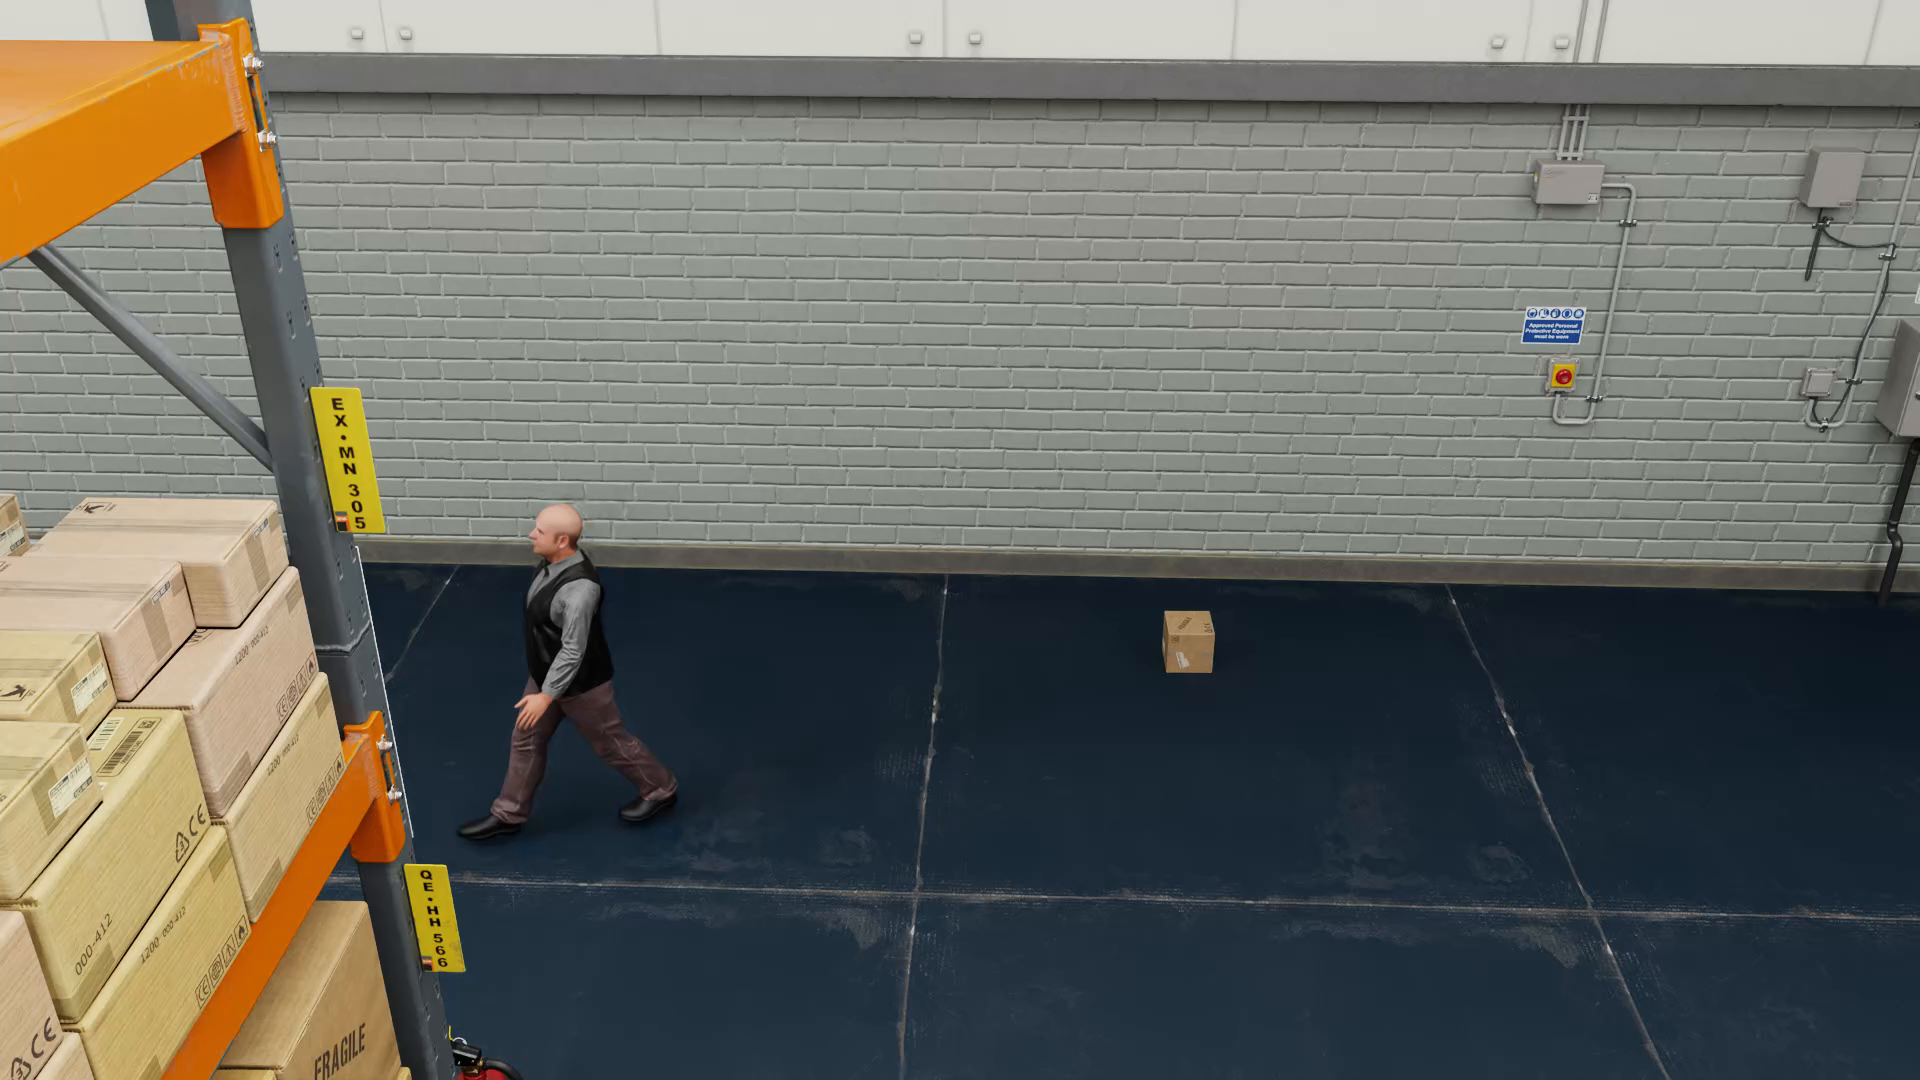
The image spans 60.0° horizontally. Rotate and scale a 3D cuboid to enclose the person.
[{"bbox_3d":[-1.818,0.625,7.452,1.021,1.667,0.548,-15,31,-25],"label":"person"}]
